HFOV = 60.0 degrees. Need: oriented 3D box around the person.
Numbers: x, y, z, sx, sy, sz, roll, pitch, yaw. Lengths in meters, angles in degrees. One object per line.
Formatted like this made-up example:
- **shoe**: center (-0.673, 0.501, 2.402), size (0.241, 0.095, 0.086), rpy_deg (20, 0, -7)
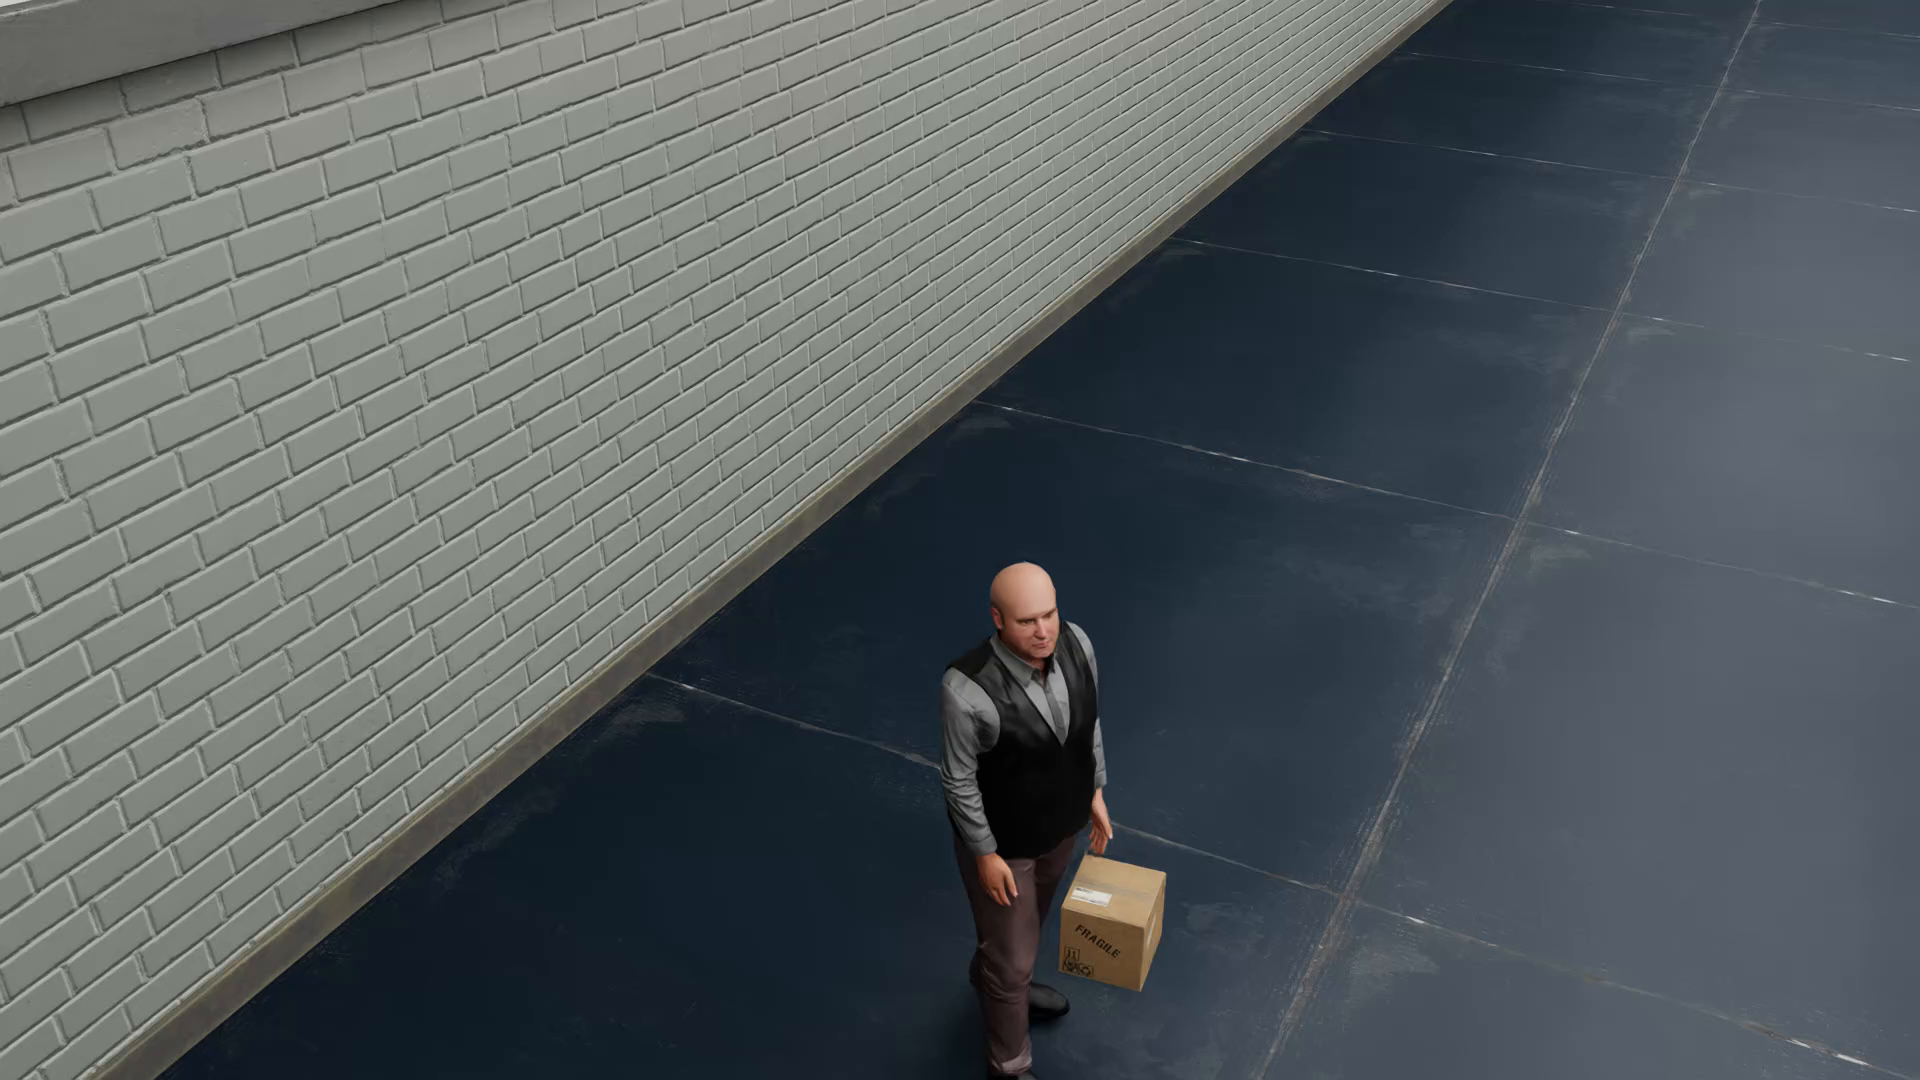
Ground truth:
- **person**: center (0.203, 0.824, 4.714), size (0.549, 1.725, 0.564), rpy_deg (-26, 39, -37)
